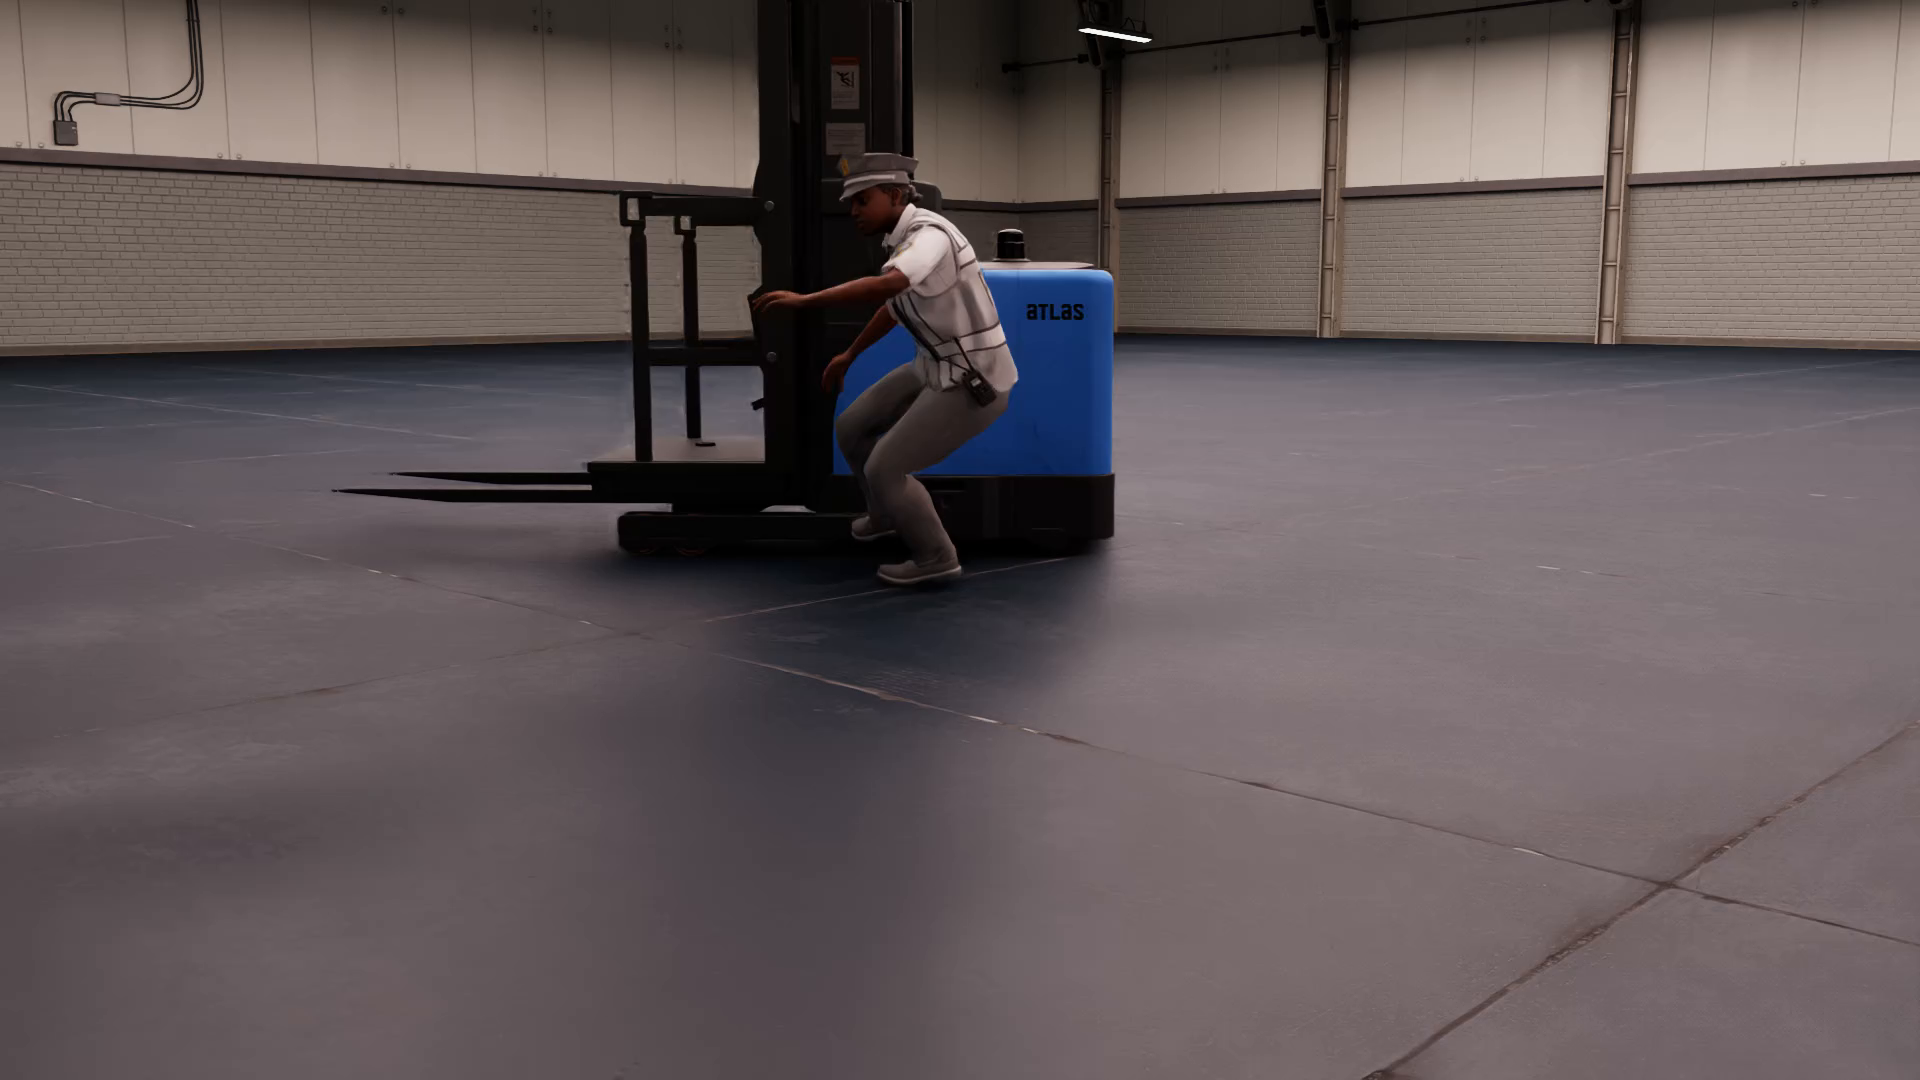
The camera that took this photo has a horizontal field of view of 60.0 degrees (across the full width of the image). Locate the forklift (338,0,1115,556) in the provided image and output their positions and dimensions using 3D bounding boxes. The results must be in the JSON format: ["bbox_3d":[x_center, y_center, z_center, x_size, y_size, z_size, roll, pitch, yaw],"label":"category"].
[{"bbox_3d":[-0.913,-1.465,6.606,3.031,2.935,1.130,0,9,2],"label":"forklift"}]

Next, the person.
[{"bbox_3d":[-0.308,-0.530,5.453,0.900,1.416,1.095,-3,9,-19],"label":"person"}]
